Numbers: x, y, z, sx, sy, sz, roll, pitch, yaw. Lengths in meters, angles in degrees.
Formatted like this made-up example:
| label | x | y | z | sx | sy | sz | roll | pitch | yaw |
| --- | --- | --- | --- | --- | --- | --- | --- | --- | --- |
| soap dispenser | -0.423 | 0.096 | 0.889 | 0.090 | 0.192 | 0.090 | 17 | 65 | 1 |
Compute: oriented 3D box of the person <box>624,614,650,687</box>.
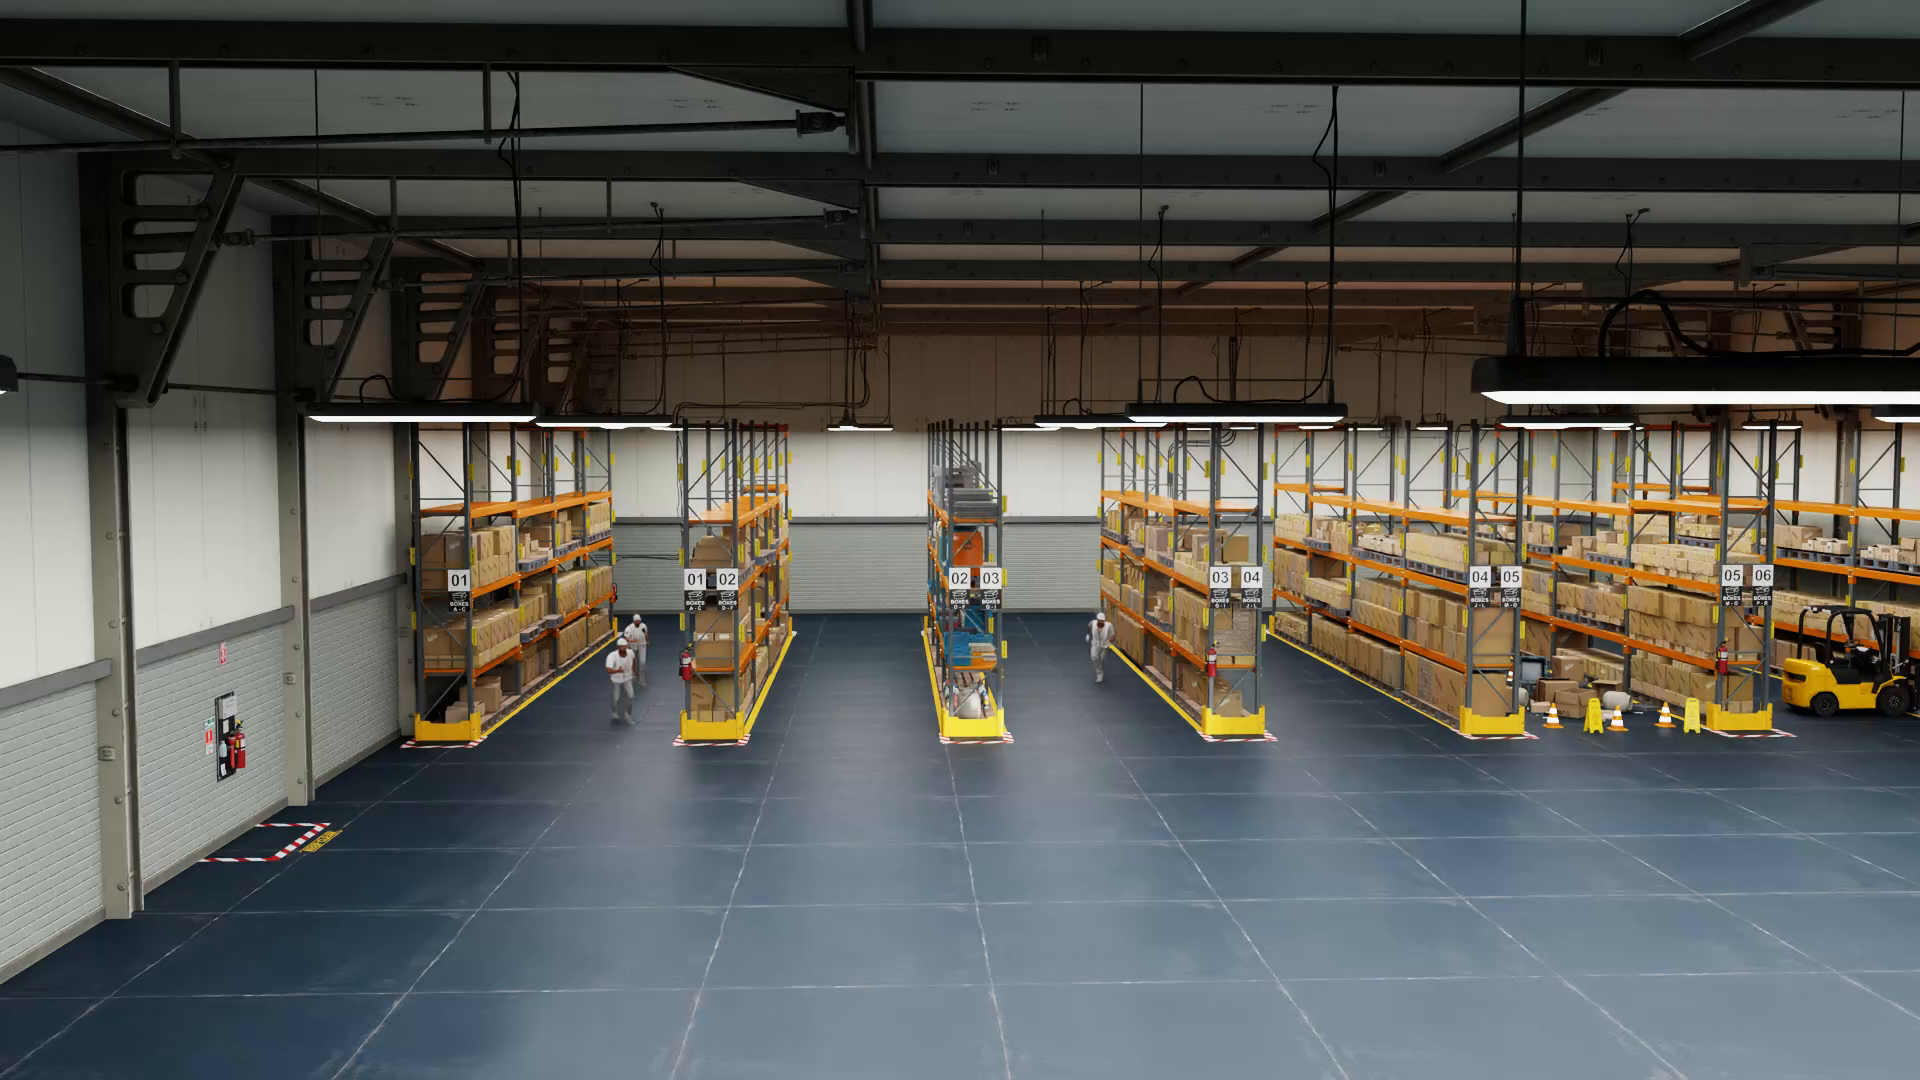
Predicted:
| label | x | y | z | sx | sy | sz | roll | pitch | yaw |
| --- | --- | --- | --- | --- | --- | --- | --- | --- | --- |
| person | -7.361 | 2.486 | 37.859 | 0.601 | 1.635 | 0.943 | -1 | 4 | -18 |

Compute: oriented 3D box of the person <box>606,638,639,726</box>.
| label | x | y | z | sx | sy | sz | roll | pitch | yaw |
| --- | --- | --- | --- | --- | --- | --- | --- | --- | --- |
| person | -6.651 | 2.774 | 32.736 | 0.715 | 1.731 | 0.980 | -2 | 4 | -27 |

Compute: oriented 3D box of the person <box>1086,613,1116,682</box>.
| label | x | y | z | sx | sy | sz | roll | pitch | yaw |
| --- | --- | --- | --- | --- | --- | --- | --- | --- | --- |
| person | 3.254 | 2.436 | 38.438 | 0.713 | 1.602 | 1.097 | 1 | 4 | 9 |
